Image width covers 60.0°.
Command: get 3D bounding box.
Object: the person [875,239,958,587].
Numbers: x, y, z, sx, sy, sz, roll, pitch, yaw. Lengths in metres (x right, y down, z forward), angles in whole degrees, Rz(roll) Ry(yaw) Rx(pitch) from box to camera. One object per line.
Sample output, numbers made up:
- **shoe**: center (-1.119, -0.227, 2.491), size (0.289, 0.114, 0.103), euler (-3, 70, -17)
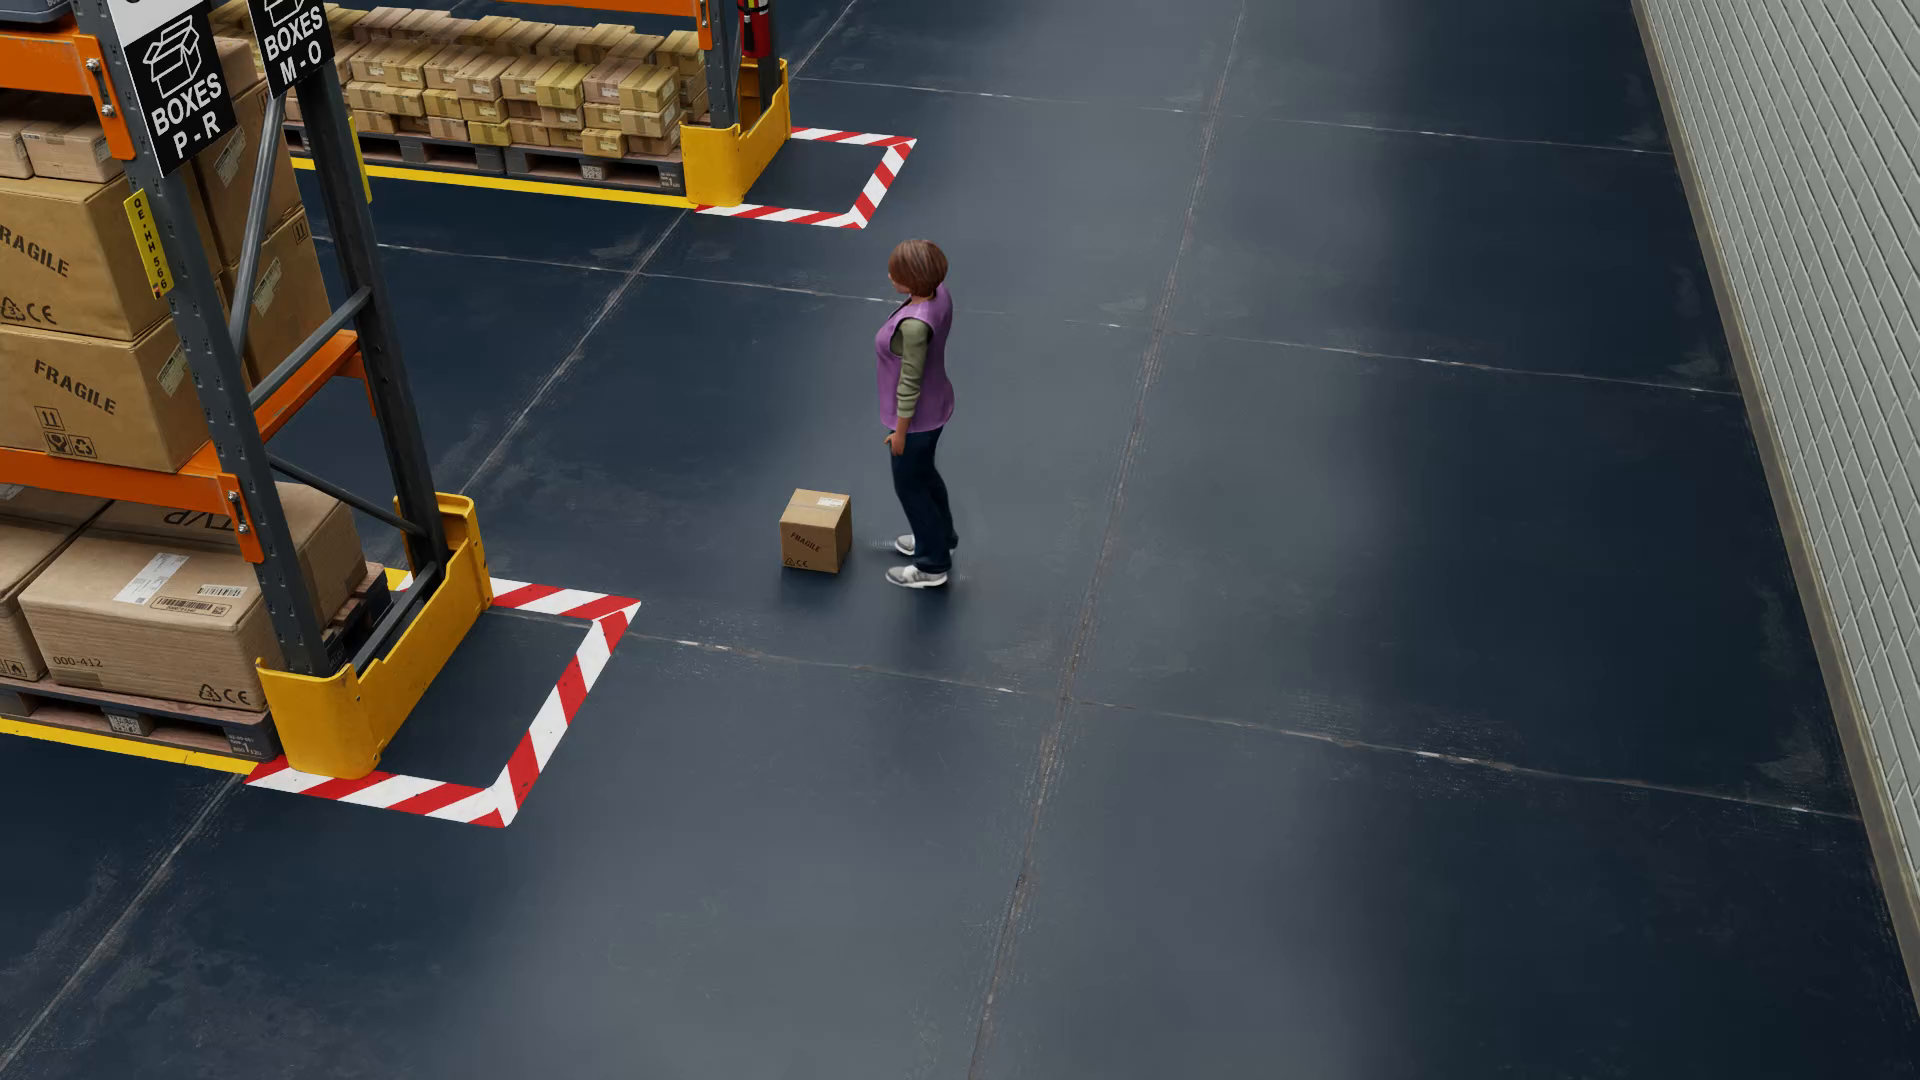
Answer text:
- **person**: center (-0.174, -0.503, 6.834), size (0.312, 1.605, 0.405), euler (8, 38, 11)
